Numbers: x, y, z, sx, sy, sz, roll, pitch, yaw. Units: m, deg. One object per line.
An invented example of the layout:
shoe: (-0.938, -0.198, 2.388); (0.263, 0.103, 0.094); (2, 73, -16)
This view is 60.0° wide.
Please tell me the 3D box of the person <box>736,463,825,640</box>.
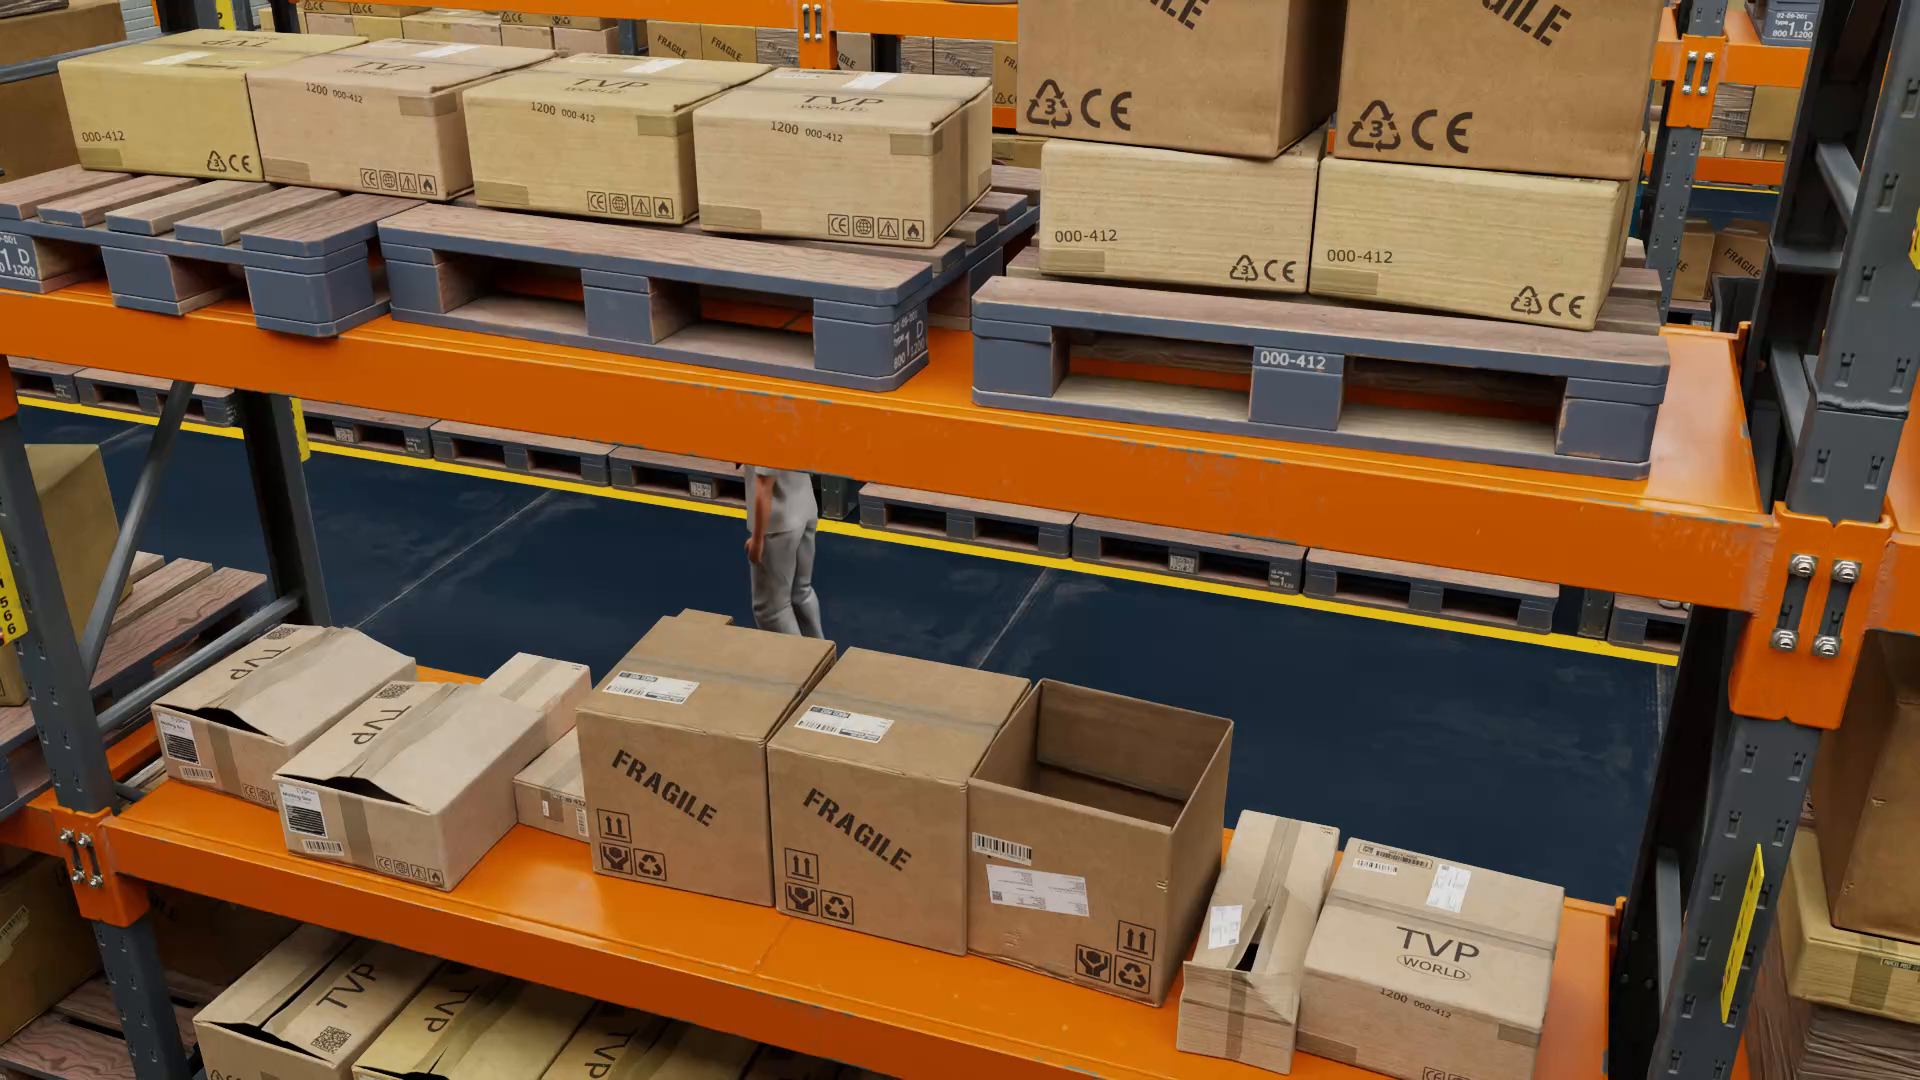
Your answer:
person: (-0.761, -0.056, 7.235); (0.362, 1.672, 0.438); (9, 27, 19)
